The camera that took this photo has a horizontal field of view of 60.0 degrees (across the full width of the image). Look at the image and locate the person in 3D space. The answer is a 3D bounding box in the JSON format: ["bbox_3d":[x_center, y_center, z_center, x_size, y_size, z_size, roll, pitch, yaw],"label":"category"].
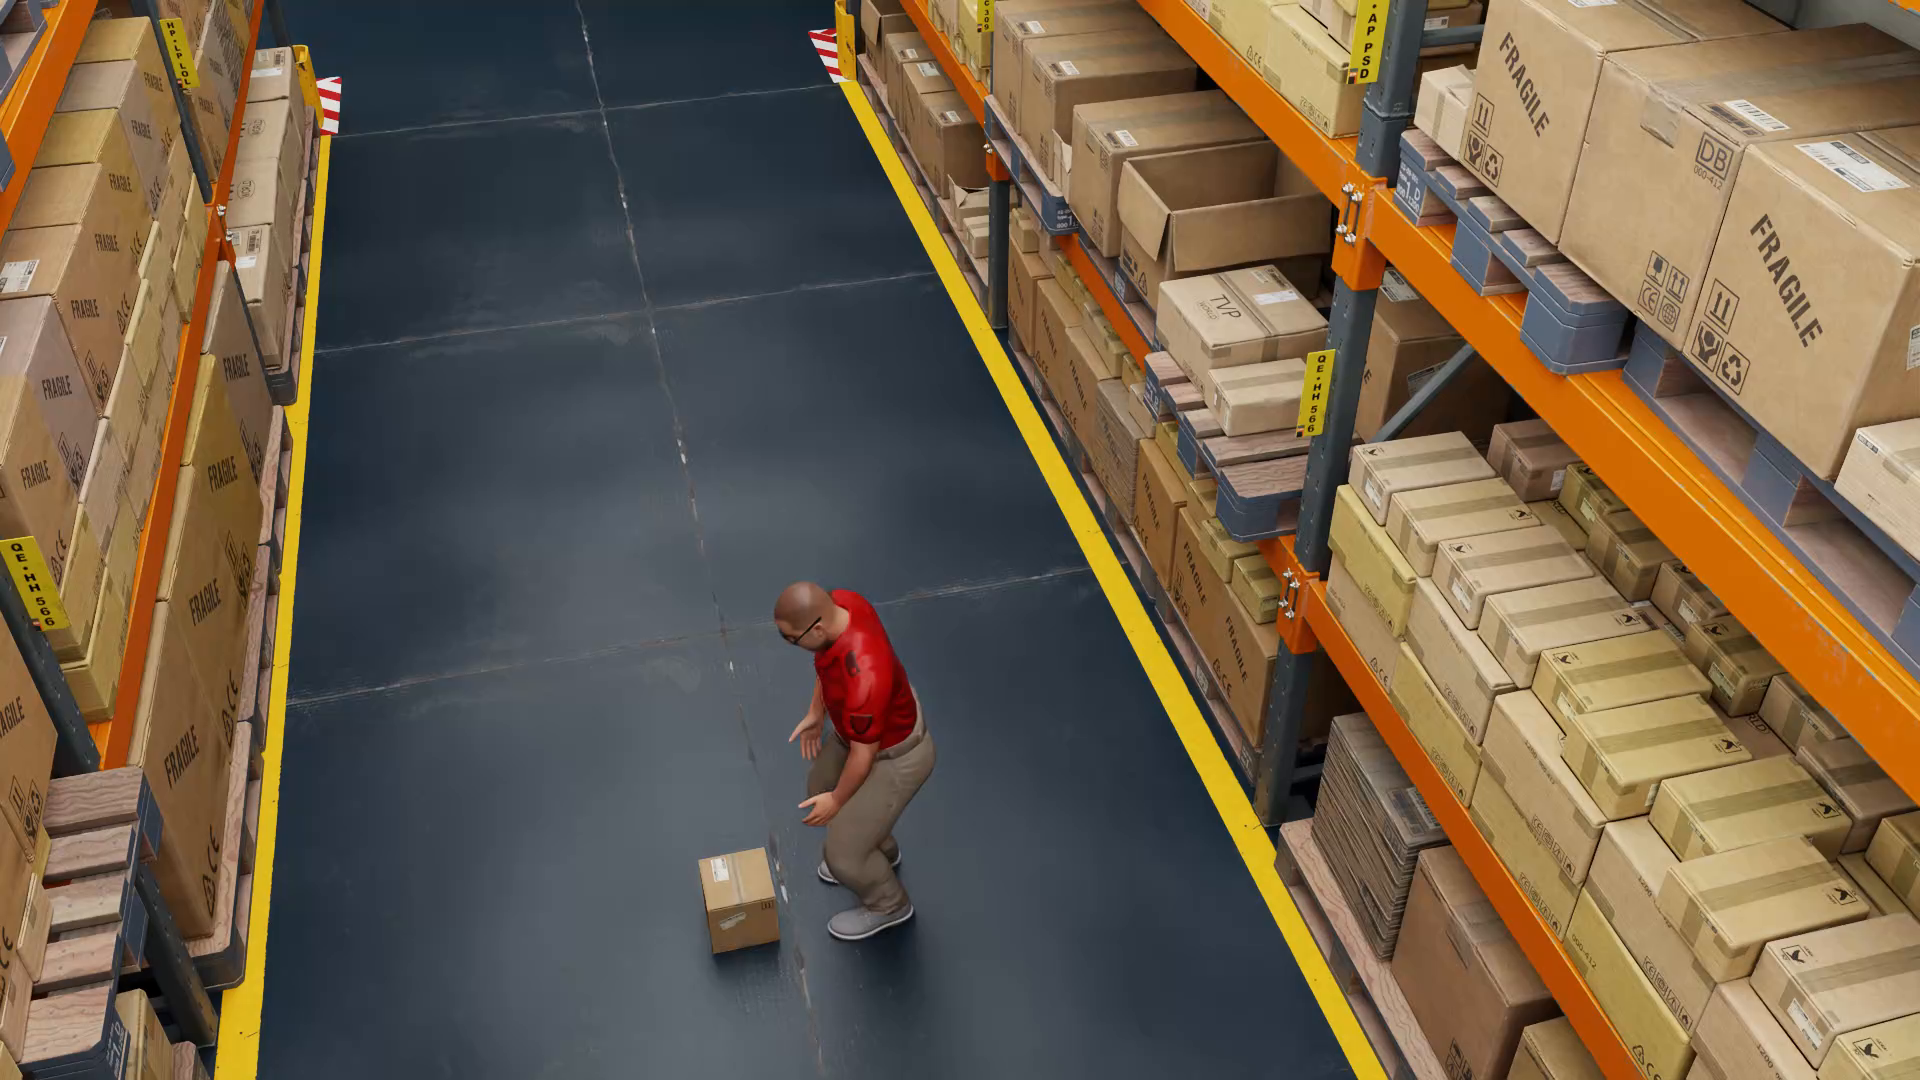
[{"bbox_3d":[-0.349,0.755,5.870,0.526,1.607,0.575,-9,39,-11],"label":"person"}]
